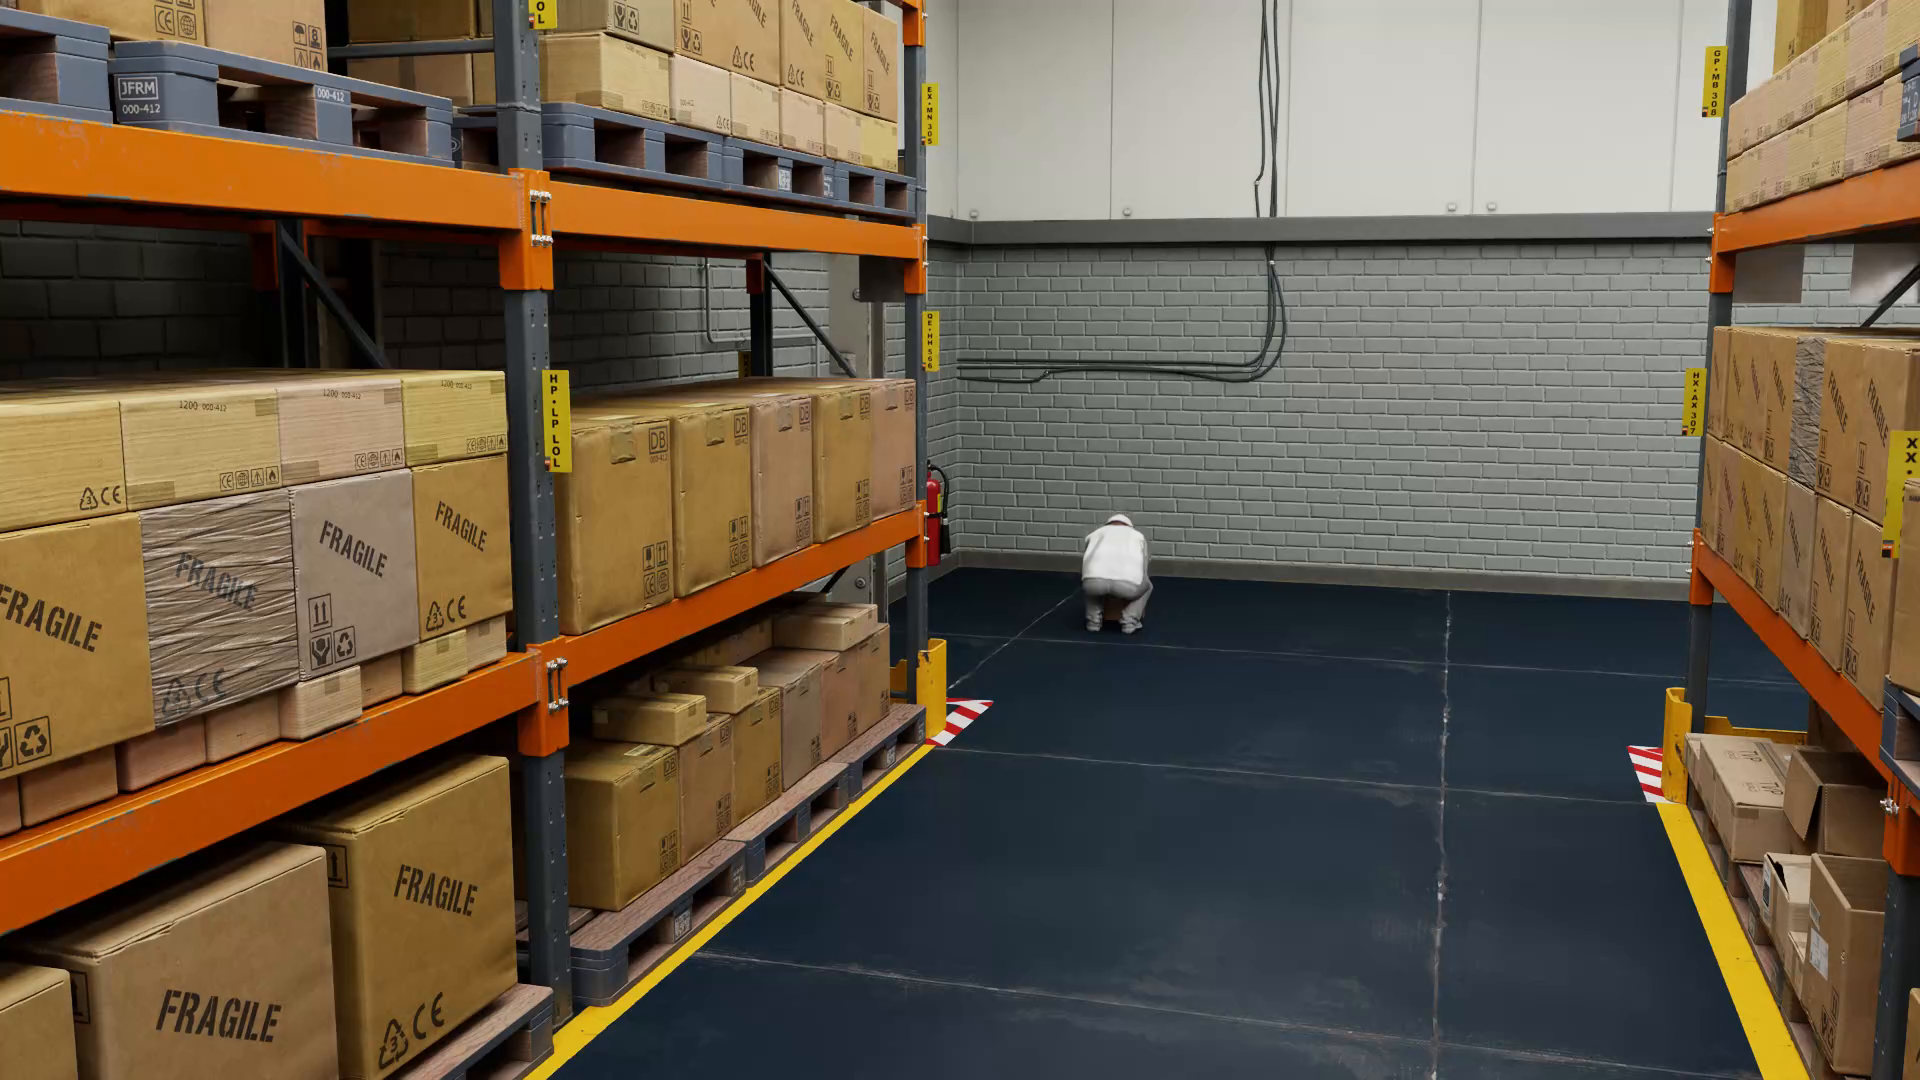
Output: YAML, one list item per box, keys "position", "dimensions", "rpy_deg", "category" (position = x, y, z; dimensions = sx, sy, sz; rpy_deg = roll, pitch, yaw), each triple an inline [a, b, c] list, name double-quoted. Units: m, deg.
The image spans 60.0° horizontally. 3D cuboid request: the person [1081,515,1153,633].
- position: [1.174, 0.286, 12.464]
  dimensions: [0.527, 0.860, 0.953]
  rpy_deg: [2, 9, 16]
  category: "person"
